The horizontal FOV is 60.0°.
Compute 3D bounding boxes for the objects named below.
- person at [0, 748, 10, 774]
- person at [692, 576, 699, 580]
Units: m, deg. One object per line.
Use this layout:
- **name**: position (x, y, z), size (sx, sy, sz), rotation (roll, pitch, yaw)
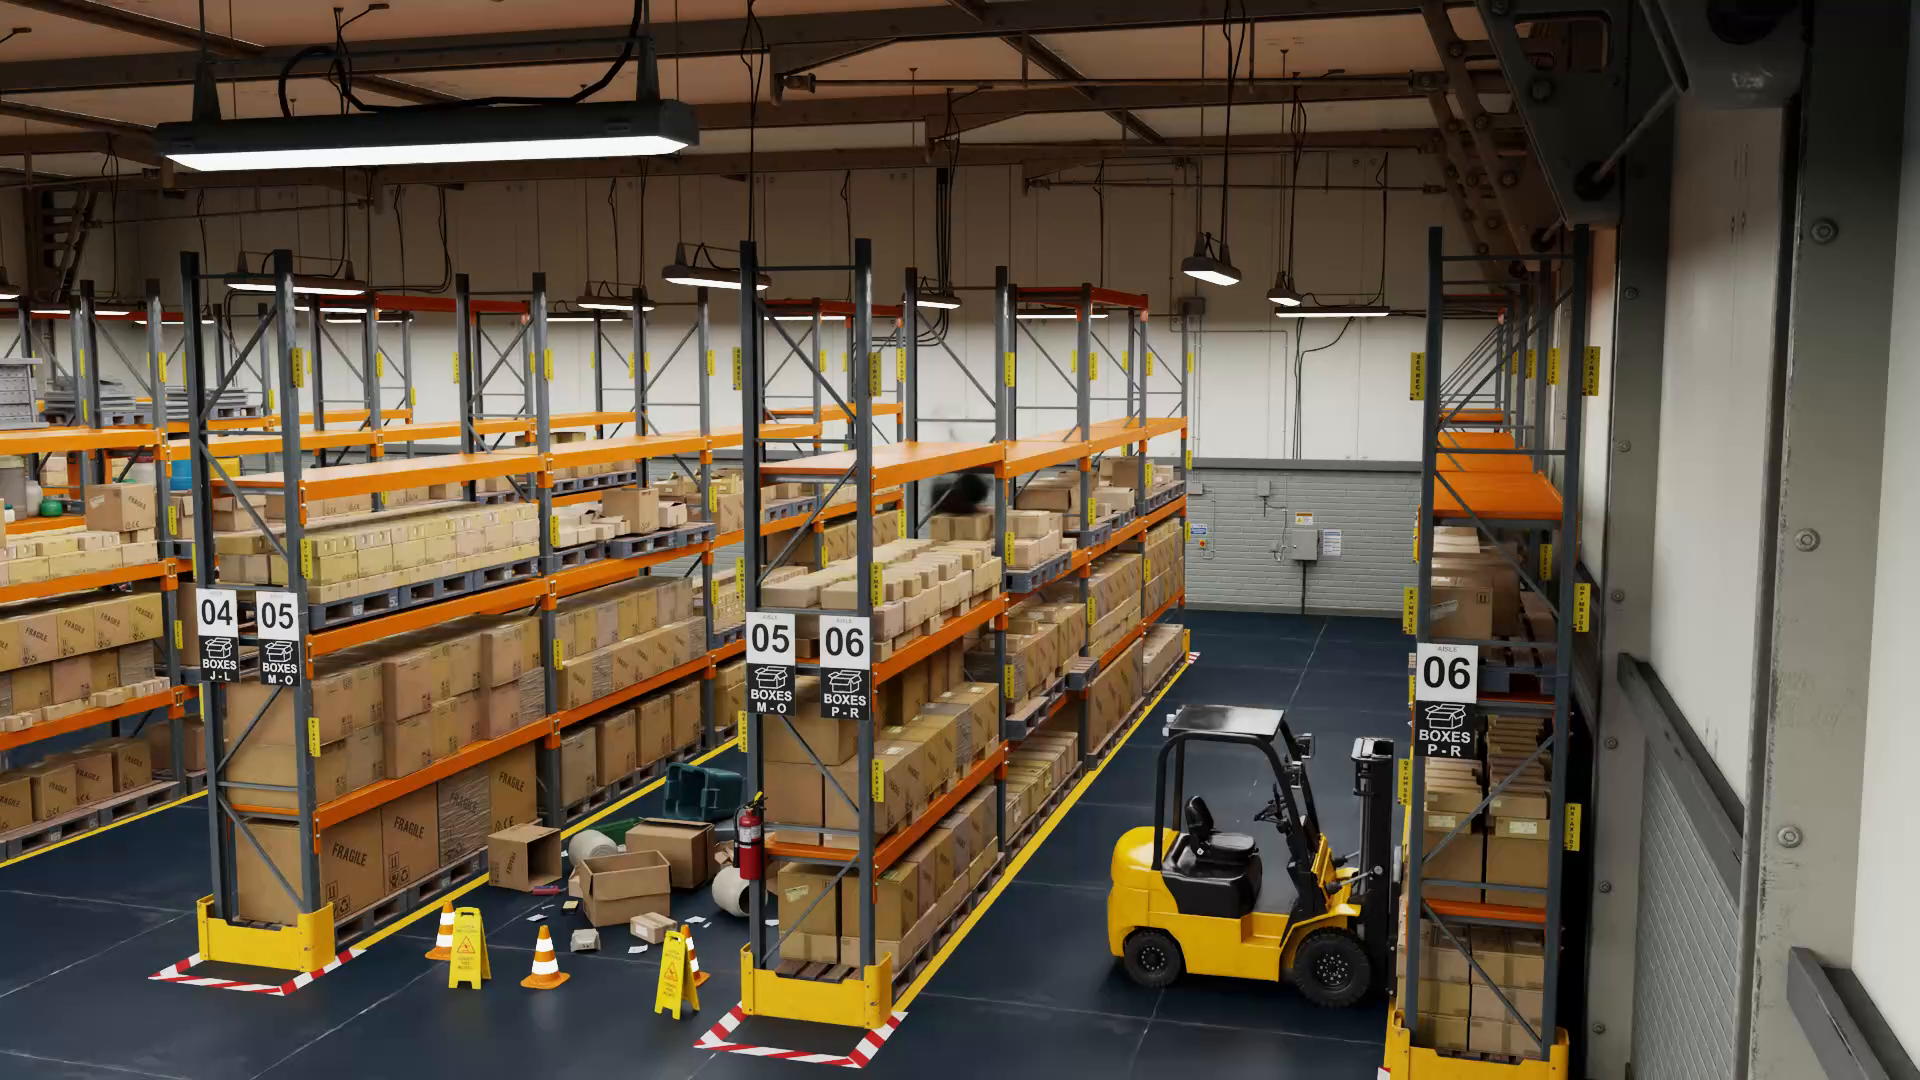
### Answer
- **person**: position (-11.488, 2.101, 19.830), size (0.709, 1.735, 0.640), rotation (0, 6, 2)
- **person**: position (-4.216, 1.394, 26.495), size (0.569, 1.664, 0.645), rotation (2, 7, 20)
